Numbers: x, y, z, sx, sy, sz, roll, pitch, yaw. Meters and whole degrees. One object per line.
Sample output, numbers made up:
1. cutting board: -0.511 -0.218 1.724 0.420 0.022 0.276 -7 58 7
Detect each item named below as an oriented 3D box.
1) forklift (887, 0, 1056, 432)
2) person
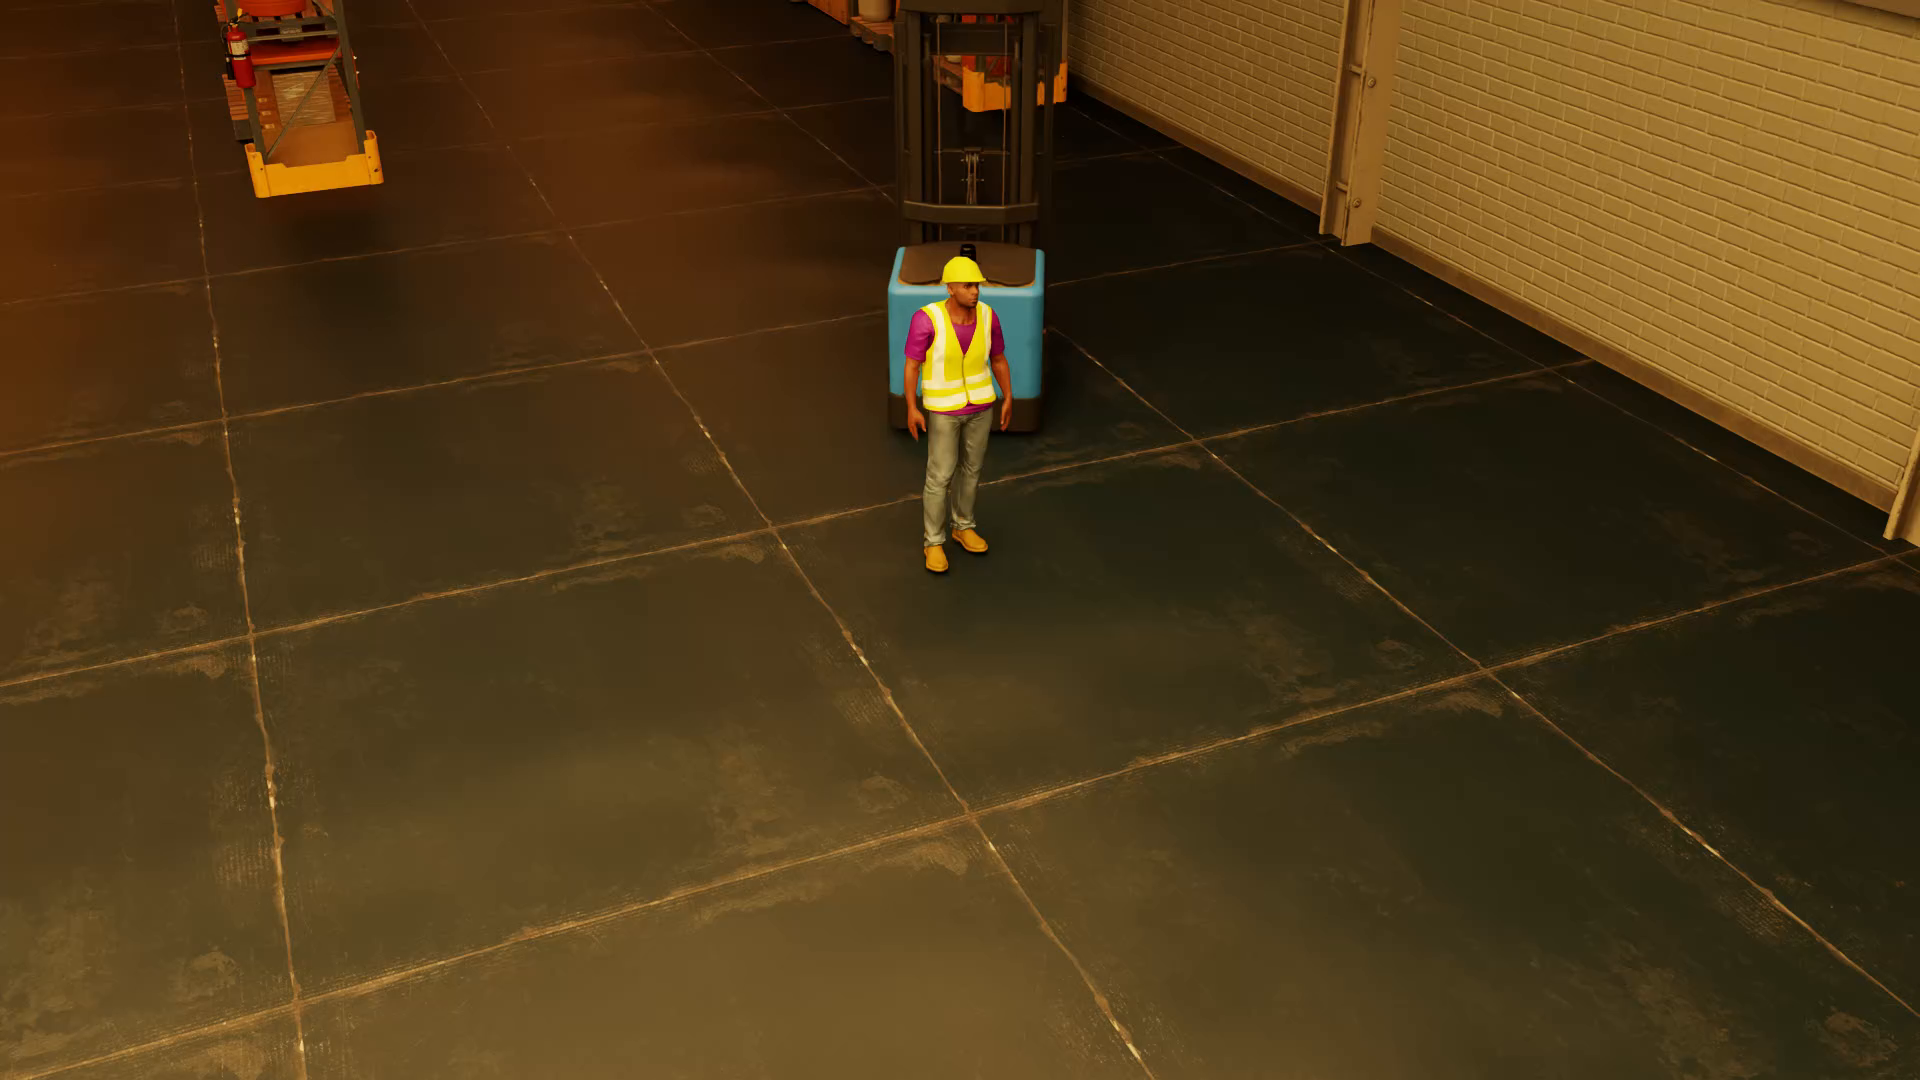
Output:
1. forklift: 0.111 -2.701 11.844 1.130 2.935 3.031 1 30 3
2. person: 0.023 -0.740 9.573 0.665 1.768 0.575 -12 32 -20
